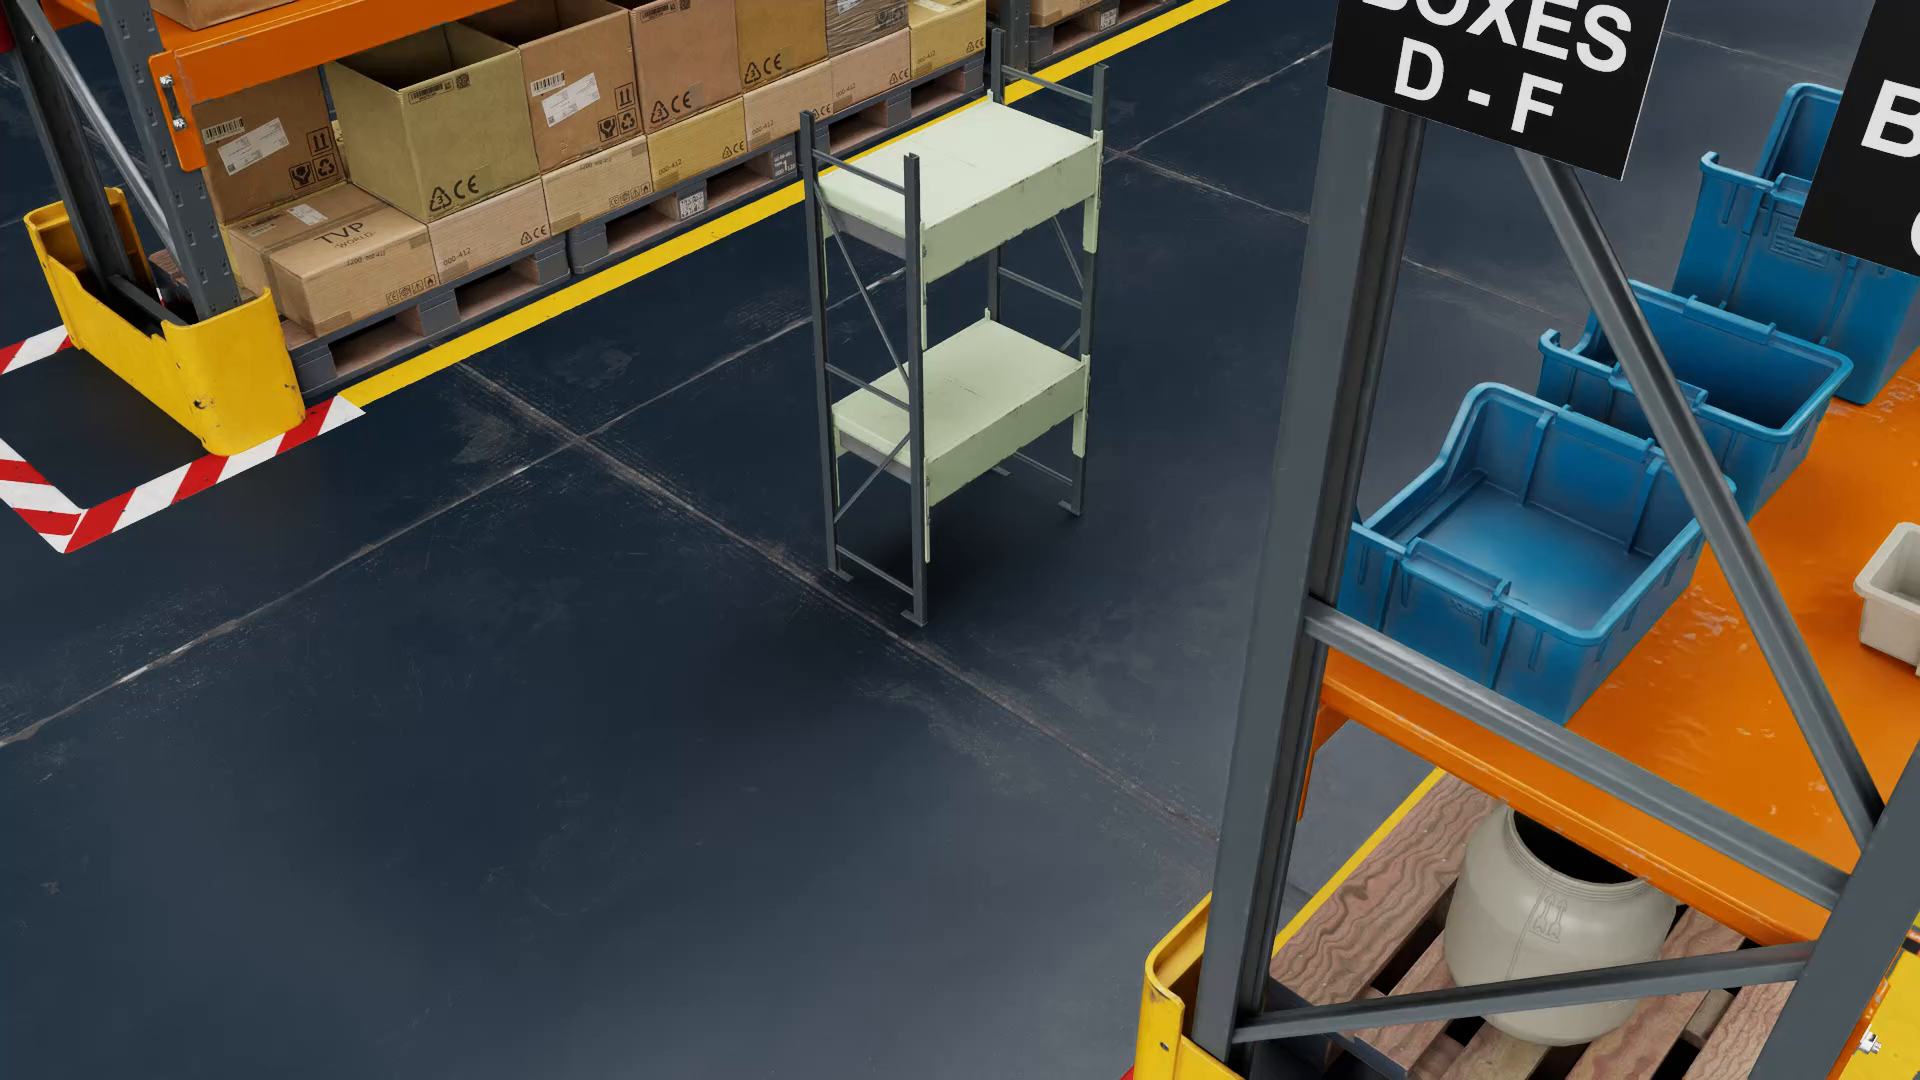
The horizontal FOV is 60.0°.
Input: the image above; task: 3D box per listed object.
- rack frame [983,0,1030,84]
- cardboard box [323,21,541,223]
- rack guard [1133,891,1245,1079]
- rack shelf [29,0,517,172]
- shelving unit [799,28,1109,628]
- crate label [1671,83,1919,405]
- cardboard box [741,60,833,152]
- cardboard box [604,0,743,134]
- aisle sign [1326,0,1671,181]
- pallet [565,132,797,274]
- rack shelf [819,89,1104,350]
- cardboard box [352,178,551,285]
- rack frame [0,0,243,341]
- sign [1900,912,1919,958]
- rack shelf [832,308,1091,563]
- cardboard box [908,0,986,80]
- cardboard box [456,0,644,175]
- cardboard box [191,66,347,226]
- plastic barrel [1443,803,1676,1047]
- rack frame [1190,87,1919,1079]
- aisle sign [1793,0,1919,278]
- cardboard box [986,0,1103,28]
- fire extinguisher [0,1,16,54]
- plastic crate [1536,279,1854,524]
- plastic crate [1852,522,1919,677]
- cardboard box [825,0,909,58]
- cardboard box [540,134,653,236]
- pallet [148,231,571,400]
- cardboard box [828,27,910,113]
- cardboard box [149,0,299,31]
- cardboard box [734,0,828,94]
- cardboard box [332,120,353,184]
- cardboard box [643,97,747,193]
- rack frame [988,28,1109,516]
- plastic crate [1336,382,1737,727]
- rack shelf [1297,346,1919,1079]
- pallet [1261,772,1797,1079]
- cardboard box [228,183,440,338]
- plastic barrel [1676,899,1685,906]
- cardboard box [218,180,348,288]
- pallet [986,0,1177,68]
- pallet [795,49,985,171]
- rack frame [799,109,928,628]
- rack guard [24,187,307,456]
[{"bbox_3d":[-0.077,-3.612,7.382,1.000,3.000,0.127,30,47,32],"label":"rack frame"},{"bbox_3d":[-1.914,-1.539,6.045,0.500,0.500,0.500,30,47,32],"label":"cardboard box"},{"bbox_3d":[0.895,1.231,3.300,1.175,0.500,0.348,30,47,32],"label":"rack guard"},{"bbox_3d":[-1.426,-2.411,6.450,1.077,0.370,4.000,30,47,32],"label":"rack shelf"},{"bbox_3d":[-0.004,-0.584,4.779,0.431,1.500,0.755,30,47,32],"label":"shelving unit"},{"bbox_3d":[1.920,-0.665,3.648,0.502,0.435,0.616,30,47,32],"label":"crate label"},{"bbox_3d":[-0.899,-1.934,7.143,0.500,0.250,0.500,30,47,32],"label":"cardboard box"},{"bbox_3d":[-1.236,-1.997,6.620,0.500,0.500,0.500,30,47,32],"label":"cardboard box"},{"bbox_3d":[0.611,-0.802,1.759,0.394,0.787,0.004,30,47,32],"label":"aisle sign"},{"bbox_3d":[-1.467,-1.609,7.104,1.003,0.211,1.213,30,47,32],"label":"pallet"},{"bbox_3d":[-0.004,-0.889,4.536,0.431,0.370,0.720,30,47,32],"label":"rack shelf"},{"bbox_3d":[-1.915,-1.246,6.279,0.500,0.250,0.500,30,47,32],"label":"cardboard box"},{"bbox_3d":[-2.775,-1.774,5.071,1.000,3.000,0.127,30,47,32],"label":"rack frame"},{"bbox_3d":[1.281,0.432,2.074,0.100,0.325,0.005,30,47,32],"label":"sign"},{"bbox_3d":[-0.005,-0.329,4.982,0.431,0.370,0.720,30,47,32],"label":"rack shelf"},{"bbox_3d":[-0.228,-2.395,7.724,0.500,0.250,0.500,30,47,32],"label":"cardboard box"},{"bbox_3d":[-1.586,-1.774,6.341,0.500,0.500,0.500,30,47,32],"label":"cardboard box"},{"bbox_3d":[-2.633,-1.527,6.030,0.500,0.500,0.500,30,47,32],"label":"cardboard box"},{"bbox_3d":[1.266,0.782,3.517,0.421,0.512,0.421,0,38,0],"label":"plastic barrel"},{"bbox_3d":[0.881,0.309,2.451,0.949,2.616,0.053,30,47,32],"label":"rack frame"},{"bbox_3d":[1.046,-0.554,1.448,0.394,0.787,0.004,30,47,32],"label":"aisle sign"},{"bbox_3d":[0.378,-2.781,8.209,0.500,0.250,0.500,28,47,31],"label":"cardboard box"},{"bbox_3d":[-3.198,-1.885,5.272,0.296,0.674,0.183,30,47,32],"label":"fire extinguisher"},{"bbox_3d":[1.437,-0.286,3.319,0.499,0.251,0.408,30,47,32],"label":"plastic crate"},{"bbox_3d":[1.720,0.135,2.882,0.298,0.136,0.250,30,47,32],"label":"plastic crate"},{"bbox_3d":[-0.574,-2.464,7.208,0.500,0.500,0.500,30,47,32],"label":"cardboard box"},{"bbox_3d":[-1.577,-1.476,6.568,0.500,0.250,0.500,30,47,32],"label":"cardboard box"},{"bbox_3d":[-2.290,-1.052,6.403,1.003,0.211,1.213,30,47,32],"label":"pallet"},{"bbox_3d":[-0.573,-2.169,7.440,0.500,0.250,0.500,30,47,32],"label":"cardboard box"},{"bbox_3d":[-2.451,-2.022,5.303,0.700,0.500,0.500,30,47,32],"label":"cardboard box"},{"bbox_3d":[-0.909,-2.232,6.917,0.500,0.500,0.500,30,47,32],"label":"cardboard box"},{"bbox_3d":[-2.303,-1.467,6.557,0.500,0.250,0.500,30,47,32],"label":"cardboard box"},{"bbox_3d":[-1.236,-1.704,6.854,0.500,0.250,0.500,30,47,32],"label":"cardboard box"},{"bbox_3d":[0.242,-0.752,4.991,0.400,1.500,0.023,30,47,32],"label":"rack frame"},{"bbox_3d":[0.995,0.010,2.947,0.499,0.251,0.616,30,47,32],"label":"plastic crate"},{"bbox_3d":[2.228,-0.330,3.833,1.077,0.370,4.000,30,47,32],"label":"rack shelf"},{"bbox_3d":[1.447,0.973,3.856,1.003,0.211,1.213,30,47,32],"label":"pallet"},{"bbox_3d":[-2.249,-1.015,5.988,0.500,0.250,0.500,30,47,32],"label":"cardboard box"},{"bbox_3d":[1.604,0.552,3.807,0.421,0.512,0.421,0,38,0],"label":"plastic barrel"},{"bbox_3d":[-2.632,-1.233,6.262,0.500,0.250,0.500,30,47,32],"label":"cardboard box"},{"bbox_3d":[0.391,-2.875,8.696,1.003,0.211,1.213,30,47,32],"label":"pallet"},{"bbox_3d":[-0.644,-2.173,7.812,1.003,0.211,1.213,30,47,32],"label":"pallet"},{"bbox_3d":[-0.251,-0.416,4.568,0.400,1.500,0.023,30,47,32],"label":"rack frame"},{"bbox_3d":[-2.792,-0.785,5.835,1.175,0.500,0.348,30,47,32],"label":"rack guard"}]
